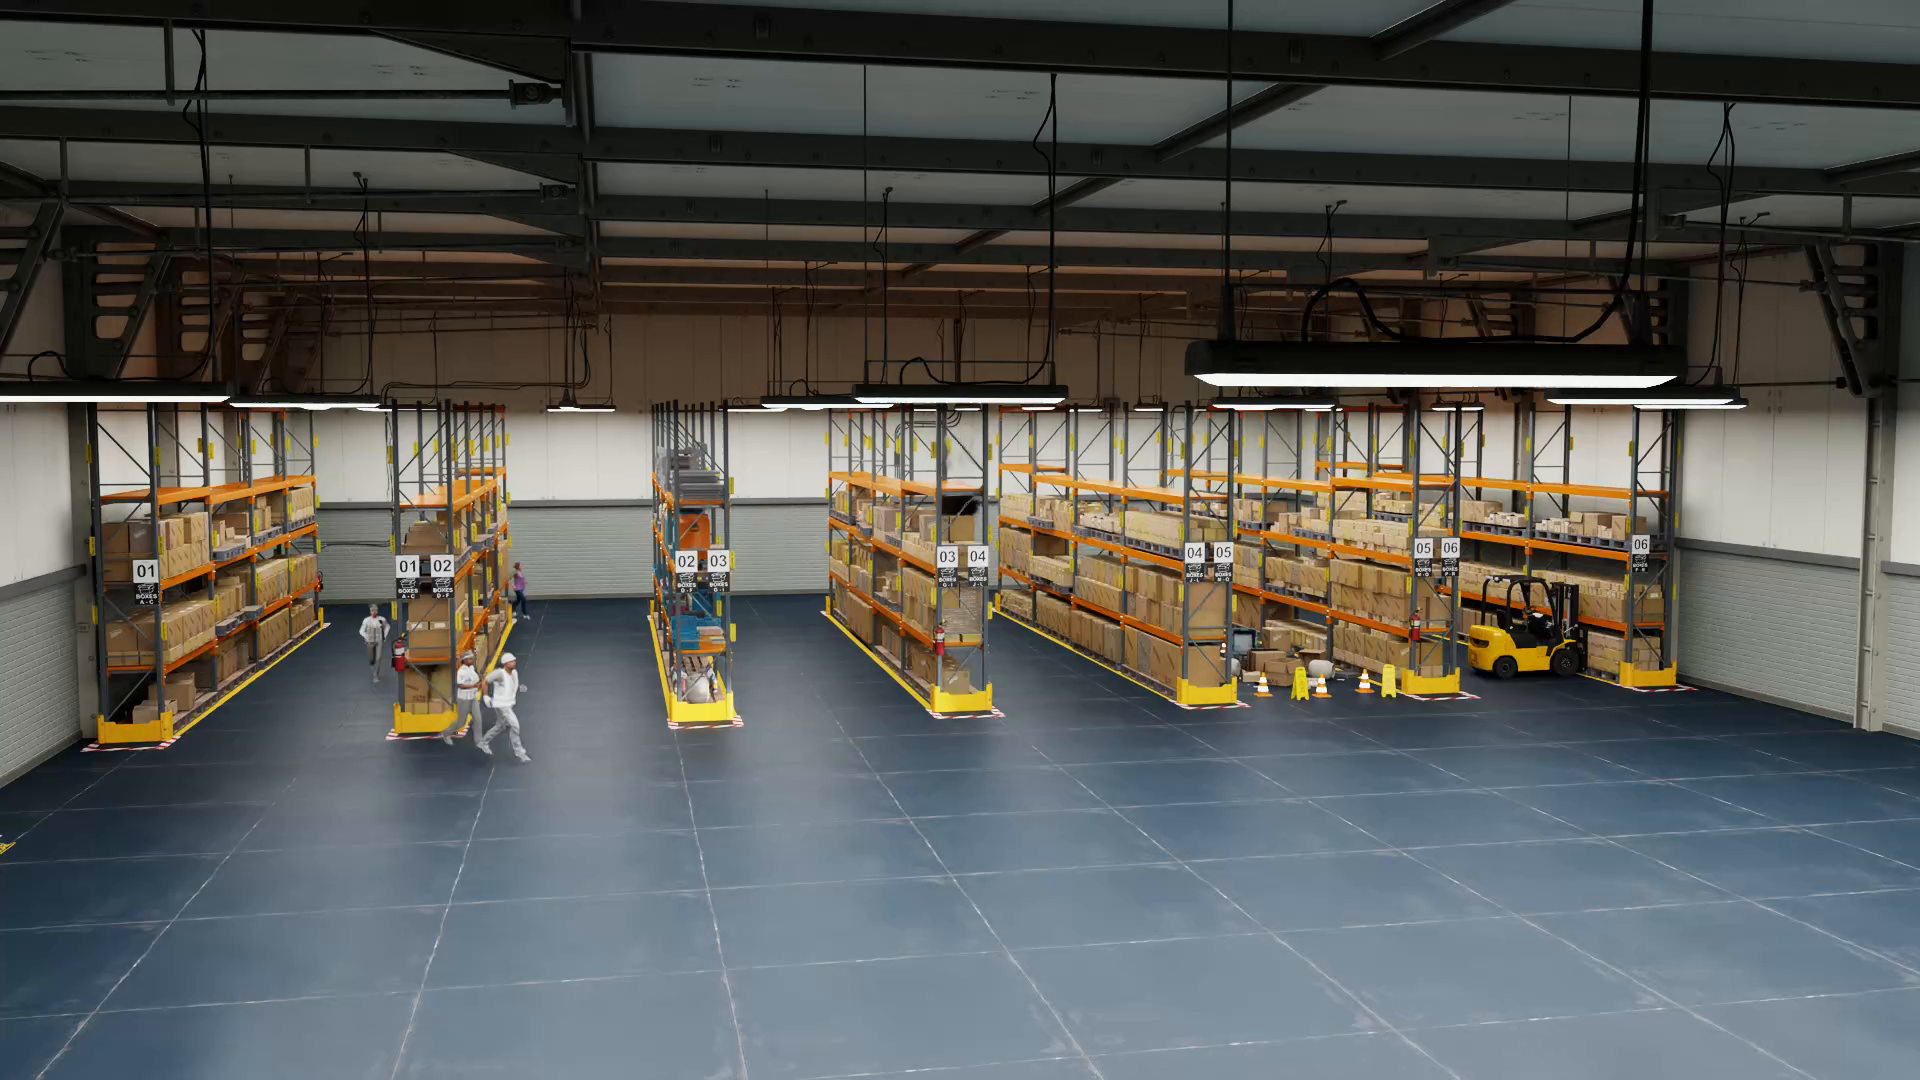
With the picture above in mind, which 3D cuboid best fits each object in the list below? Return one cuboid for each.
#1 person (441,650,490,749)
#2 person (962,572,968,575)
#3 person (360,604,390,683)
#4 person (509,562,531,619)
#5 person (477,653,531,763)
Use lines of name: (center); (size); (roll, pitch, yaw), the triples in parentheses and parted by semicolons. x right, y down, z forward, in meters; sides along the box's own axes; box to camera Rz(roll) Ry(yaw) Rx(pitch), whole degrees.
person: (-8.453, 2.717, 28.411); (0.891, 1.690, 0.570); (1, 4, 16)
person: (0.049, 1.339, 47.494); (0.610, 1.609, 0.566); (0, 4, -7)
person: (-12.610, 2.210, 35.873); (0.627, 1.698, 0.761); (-2, 5, -19)
person: (-12.408, 1.424, 46.690); (0.746, 1.608, 0.574); (1, 4, 13)
person: (-7.556, 2.765, 27.490); (0.984, 1.816, 0.712); (1, 4, 14)
